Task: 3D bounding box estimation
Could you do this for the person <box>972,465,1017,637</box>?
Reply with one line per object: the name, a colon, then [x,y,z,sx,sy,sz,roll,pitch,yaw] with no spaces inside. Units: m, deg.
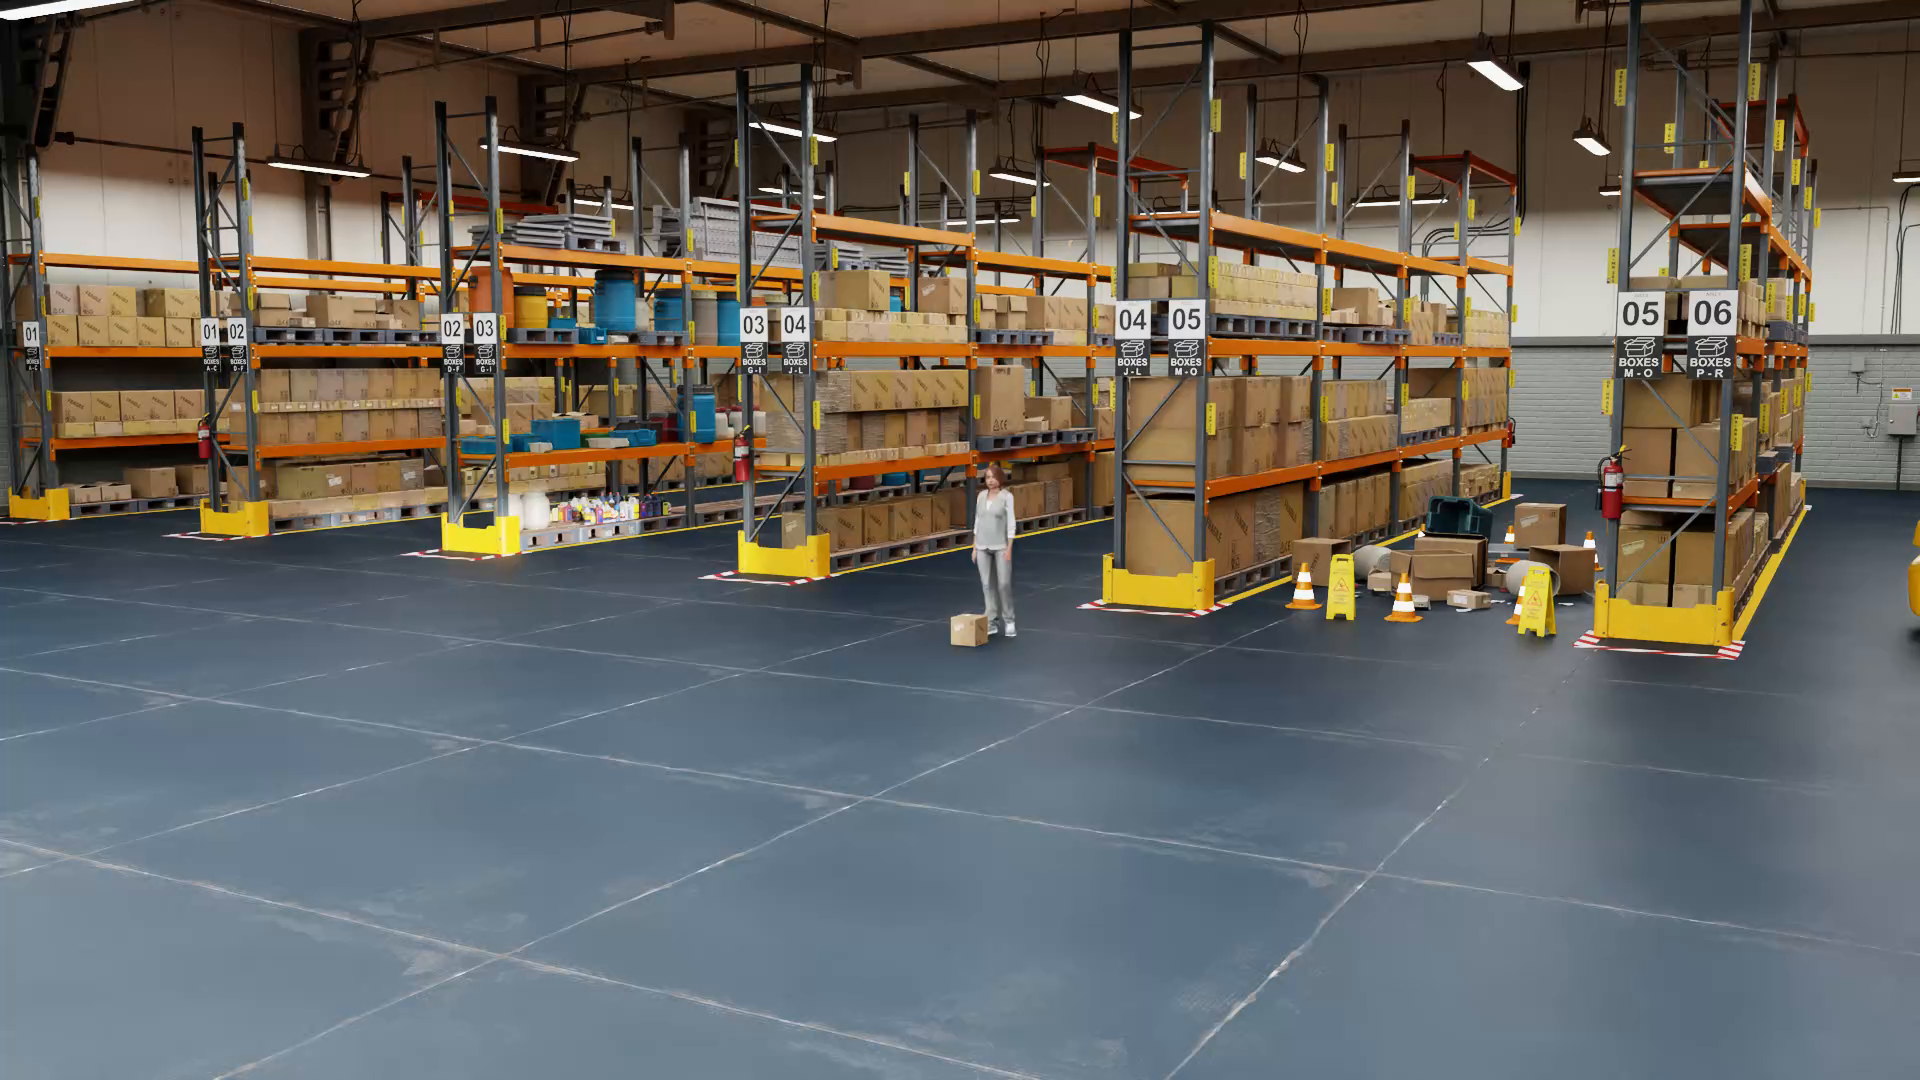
person: [0.327,0.096,15.553,0.452,1.603,0.352,3,7,29]
